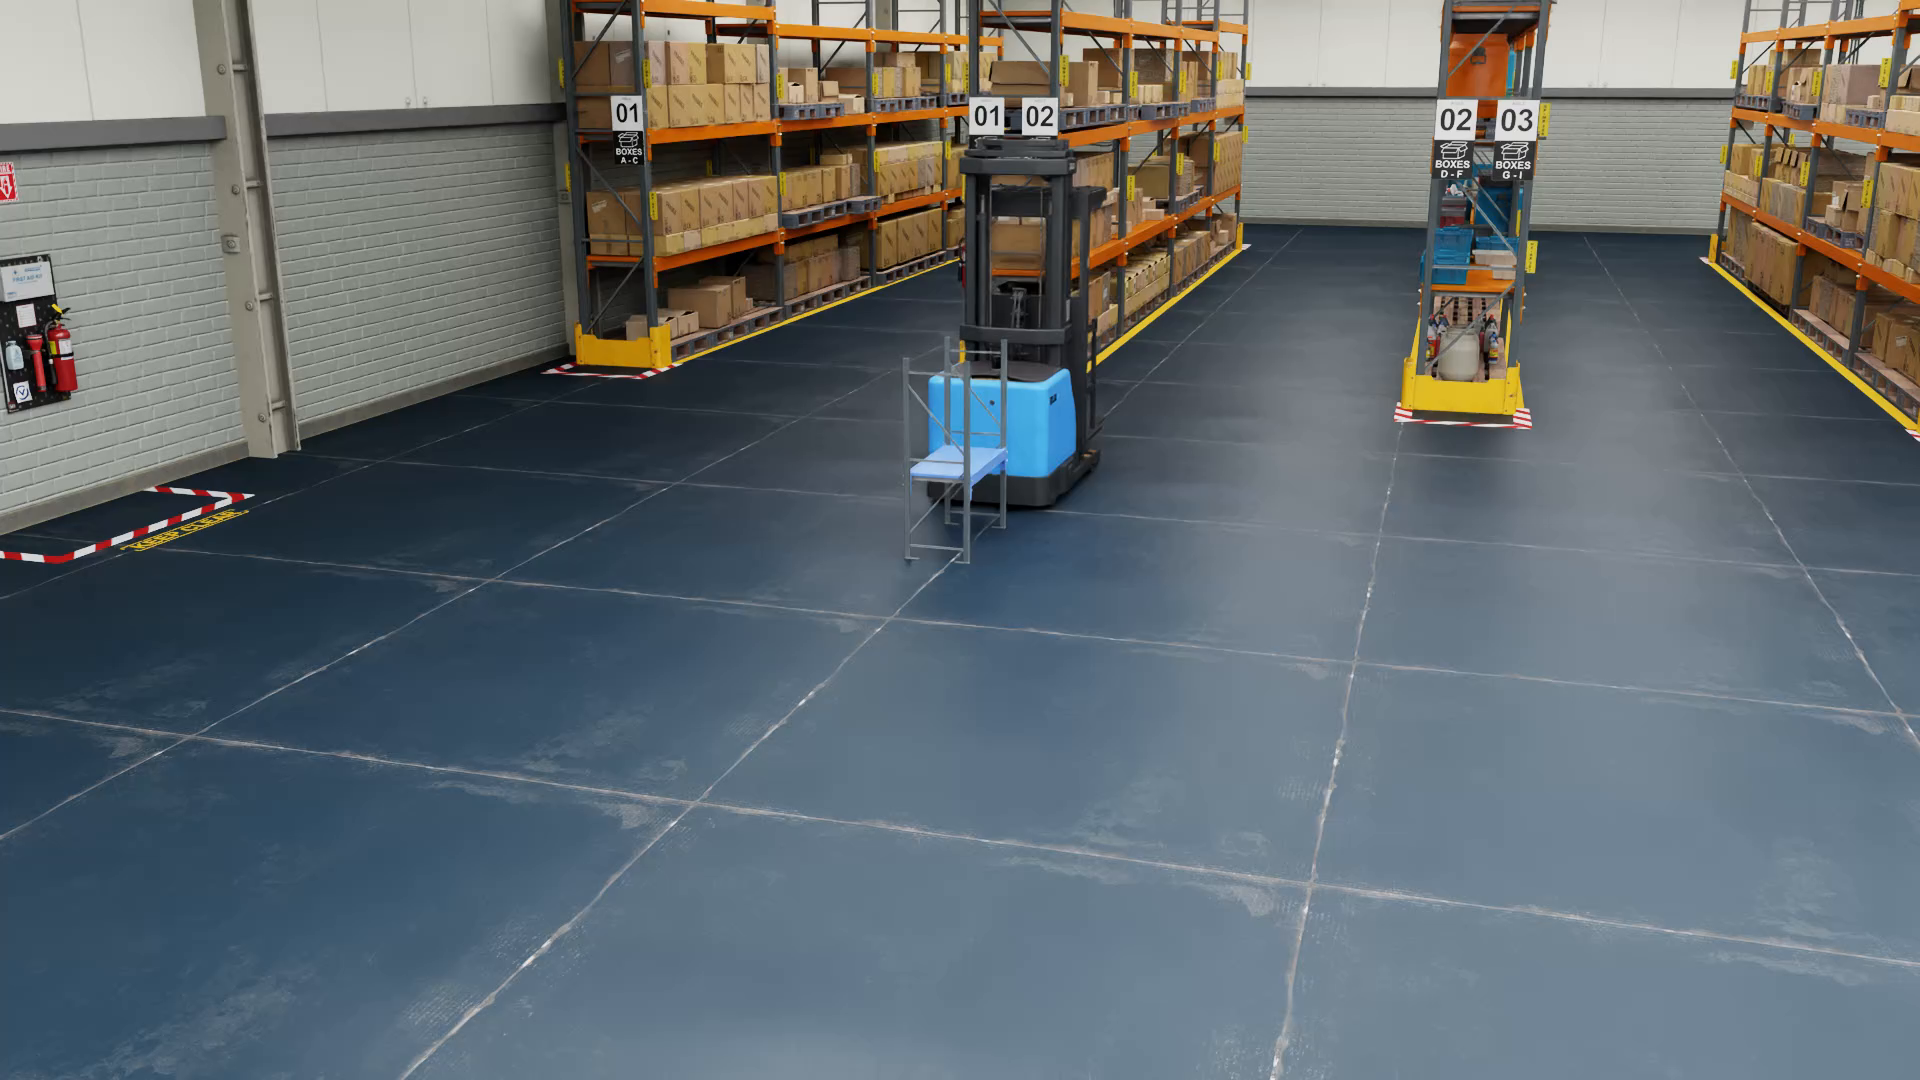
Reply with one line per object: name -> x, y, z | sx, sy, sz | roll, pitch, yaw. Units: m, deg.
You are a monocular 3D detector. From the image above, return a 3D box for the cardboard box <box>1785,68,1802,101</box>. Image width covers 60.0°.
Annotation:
cardboard box -> 13.345, -7.116, 25.972 | 0.700, 0.500, 0.500 | 5, 17, 17

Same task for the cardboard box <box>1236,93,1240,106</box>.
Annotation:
cardboard box -> 5.094, -8.477, 31.998 | 0.500, 0.250, 0.500 | 5, 16, 16

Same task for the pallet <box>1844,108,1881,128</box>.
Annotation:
pallet -> 11.796, -5.260, 20.725 | 1.213, 0.211, 1.003 | 5, 16, 16

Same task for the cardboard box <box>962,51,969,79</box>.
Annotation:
cardboard box -> -0.135, -9.009, 31.547 | 0.500, 0.500, 0.500 | 4, 16, 15

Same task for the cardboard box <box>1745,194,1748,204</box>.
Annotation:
cardboard box -> 13.492, -5.762, 28.106 | 0.380, 0.149, 0.250 | 5, 17, 17

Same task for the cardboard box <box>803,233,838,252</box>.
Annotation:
cardboard box -> -2.260, -4.715, 26.354 | 0.500, 0.250, 0.500 | 5, 17, 17

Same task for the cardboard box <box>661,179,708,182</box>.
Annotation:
cardboard box -> -3.652, -4.561, 22.278 | 0.500, 0.500, 0.500 | 5, 17, 17

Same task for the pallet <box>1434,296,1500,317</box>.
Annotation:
pallet -> 7.357, -3.372, 24.331 | 1.003, 0.211, 1.213 | 5, 16, 16

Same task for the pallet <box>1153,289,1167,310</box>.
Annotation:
pallet -> 2.595, -3.744, 25.644 | 1.003, 0.211, 1.213 | 5, 16, 16

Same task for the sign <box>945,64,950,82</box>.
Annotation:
sign -> -0.224, -8.532, 30.390 | 0.100, 0.325, 0.005 | 5, 16, 16

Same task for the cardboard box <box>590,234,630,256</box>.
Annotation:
cardboard box -> -4.210, -3.663, 20.486 | 0.500, 0.250, 0.500 | 5, 17, 17

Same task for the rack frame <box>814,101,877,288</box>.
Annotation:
rack frame -> -1.884, -5.681, 27.363 | 1.000, 3.000, 0.127 | 5, 16, 16

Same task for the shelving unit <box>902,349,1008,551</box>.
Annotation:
shelving unit -> -0.024, -0.699, 12.546 | 0.538, 1.308, 1.030 | 5, 16, 16

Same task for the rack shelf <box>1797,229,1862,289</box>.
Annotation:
rack shelf -> 11.795, -3.660, 21.553 | 1.077, 0.370, 4.000 | 5, 16, 16

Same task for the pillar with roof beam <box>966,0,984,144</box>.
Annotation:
pillar with roof beam -> 4.455, -11.100, 35.473 | 9.100, 9.000, 0.400 | 5, 16, 16

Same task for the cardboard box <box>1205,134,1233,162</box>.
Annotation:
cardboard box -> 4.846, -7.380, 31.336 | 0.500, 0.500, 0.500 | 5, 17, 18

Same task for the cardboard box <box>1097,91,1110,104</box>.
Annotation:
cardboard box -> 1.649, -5.507, 20.684 | 0.380, 0.149, 0.250 | 5, 16, 16

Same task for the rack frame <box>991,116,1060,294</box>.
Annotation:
rack frame -> 0.593, -3.205, 18.633 | 1.000, 3.000, 0.127 | 5, 16, 16

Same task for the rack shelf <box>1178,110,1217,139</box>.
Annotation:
rack shelf -> 3.435, -6.918, 27.545 | 1.077, 0.370, 4.000 | 5, 16, 16

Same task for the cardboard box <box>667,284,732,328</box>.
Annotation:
cardboard box -> -3.456, -3.109, 22.067 | 0.700, 0.500, 0.500 | 4, 16, 12

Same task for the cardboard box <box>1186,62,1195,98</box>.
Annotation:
cardboard box -> 3.622, -7.783, 28.140 | 0.600, 0.600, 0.600 | 4, 16, 15

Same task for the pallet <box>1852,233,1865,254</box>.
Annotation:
pallet -> 11.584, -3.579, 20.302 | 1.003, 0.211, 1.213 | 5, 16, 16

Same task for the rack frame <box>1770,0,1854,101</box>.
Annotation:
rack frame -> 13.500, -8.462, 26.171 | 1.000, 3.000, 0.127 | 5, 16, 16

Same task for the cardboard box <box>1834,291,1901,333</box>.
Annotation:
cardboard box -> 11.734, -2.920, 21.403 | 0.700, 0.500, 0.500 | 3, 16, 11

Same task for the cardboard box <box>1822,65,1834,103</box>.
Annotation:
cardboard box -> 11.983, -6.158, 22.446 | 0.500, 0.500, 0.500 | 5, 17, 16

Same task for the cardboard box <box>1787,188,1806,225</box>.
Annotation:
cardboard box -> 12.414, -4.855, 24.268 | 0.500, 0.500, 0.500 | 4, 16, 15

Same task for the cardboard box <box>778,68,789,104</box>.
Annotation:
cardboard box -> -2.788, -6.465, 23.675 | 0.500, 0.500, 0.500 | 7, 17, 24

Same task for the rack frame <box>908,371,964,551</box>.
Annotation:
rack frame -> -0.167, -0.566, 12.077 | 0.475, 1.308, 0.013 | 5, 16, 16

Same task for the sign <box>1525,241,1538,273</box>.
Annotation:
sign -> 5.868, -2.910, 17.083 | 0.100, 0.325, 0.005 | 5, 16, 16

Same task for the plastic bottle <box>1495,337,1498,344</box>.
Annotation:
plastic bottle -> 6.424, -4.336, 20.931 | 0.947, 3.481, 4.193 | 5, 17, 17

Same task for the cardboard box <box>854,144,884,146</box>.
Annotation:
cardboard box -> -1.560, -6.784, 29.112 | 0.500, 0.250, 0.500 | 4, 16, 15

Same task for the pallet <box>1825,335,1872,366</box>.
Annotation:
pallet -> 11.447, -2.345, 20.710 | 1.003, 0.211, 1.213 | 5, 16, 16

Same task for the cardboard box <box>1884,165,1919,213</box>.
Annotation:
cardboard box -> 10.715, -3.926, 18.613 | 0.500, 0.500, 0.500 | 5, 16, 16

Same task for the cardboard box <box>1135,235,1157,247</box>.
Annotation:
cardboard box -> 2.919, -4.946, 27.171 | 0.500, 0.250, 0.500 | 5, 17, 18

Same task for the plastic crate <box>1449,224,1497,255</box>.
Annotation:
plastic crate -> 6.207, -3.710, 20.525 | 0.767, 0.338, 0.504 | 5, 16, 16

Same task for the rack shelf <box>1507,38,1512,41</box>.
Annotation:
rack shelf -> 9.320, -8.899, 29.503 | 0.831, 0.071, 3.687 | 5, 16, 16

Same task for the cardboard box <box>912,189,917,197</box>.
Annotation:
cardboard box -> -0.975, -6.177, 29.535 | 0.380, 0.149, 0.250 | 4, 16, 14

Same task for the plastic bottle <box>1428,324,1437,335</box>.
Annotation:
plastic bottle -> 5.624, -2.416, 19.897 | 0.144, 0.351, 0.185 | 5, 17, 18

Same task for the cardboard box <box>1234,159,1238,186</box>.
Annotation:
cardboard box -> 5.130, -7.165, 32.410 | 0.500, 0.500, 0.500 | 5, 17, 16

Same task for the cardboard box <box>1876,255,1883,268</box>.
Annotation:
cardboard box -> 10.749, -3.197, 19.063 | 0.380, 0.149, 0.250 | 5, 16, 16

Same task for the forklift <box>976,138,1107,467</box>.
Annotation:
forklift -> 0.653, -2.044, 14.665 | 1.121, 2.935, 3.031 | 5, 17, 17

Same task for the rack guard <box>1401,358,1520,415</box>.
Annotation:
rack guard -> 5.318, -1.641, 17.699 | 1.175, 0.500, 0.348 | 5, 16, 16

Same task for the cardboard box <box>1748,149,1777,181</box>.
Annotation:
cardboard box -> 13.521, -6.279, 27.825 | 0.500, 0.500, 0.500 | 5, 17, 16

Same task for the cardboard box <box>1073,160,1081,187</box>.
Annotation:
cardboard box -> 1.040, -4.282, 19.870 | 0.700, 0.500, 0.500 | 5, 16, 16

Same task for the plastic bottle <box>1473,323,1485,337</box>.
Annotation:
plastic bottle -> 6.368, -2.532, 20.444 | 0.152, 0.276, 0.135 | 5, 16, 16

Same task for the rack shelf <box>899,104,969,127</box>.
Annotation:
rack shelf -> -0.179, -8.348, 32.586 | 1.077, 0.370, 4.000 | 5, 16, 16

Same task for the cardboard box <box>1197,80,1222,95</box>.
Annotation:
cardboard box -> 1.265, -6.979, 28.986 | 5.956, 1.990, 4.016 | 5, 16, 16

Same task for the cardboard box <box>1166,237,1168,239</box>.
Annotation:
cardboard box -> 3.342, -4.976, 28.649 | 0.500, 0.500, 0.500 | 5, 17, 17

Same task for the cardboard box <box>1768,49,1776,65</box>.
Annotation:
cardboard box -> 14.053, -8.196, 28.222 | 0.500, 0.250, 0.500 | 4, 16, 14

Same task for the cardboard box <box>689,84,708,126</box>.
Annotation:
cardboard box -> -3.492, -5.431, 20.764 | 0.500, 0.500, 0.500 | 5, 17, 18

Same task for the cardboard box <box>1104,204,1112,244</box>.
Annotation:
cardboard box -> 1.610, -4.183, 21.898 | 0.700, 0.500, 0.500 | 4, 16, 14

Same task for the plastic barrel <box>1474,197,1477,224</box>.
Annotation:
plastic barrel -> 7.169, -4.357, 22.445 | 0.433, 0.535, 0.433 | 0, 16, 0

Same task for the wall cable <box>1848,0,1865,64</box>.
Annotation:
wall cable -> 19.549, -12.268, 33.695 | 2.277, 5.999, 0.120 | 5, 16, 16

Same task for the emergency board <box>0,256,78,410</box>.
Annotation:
emergency board -> -7.230, -1.626, 13.066 | 0.192, 1.158, 0.636 | 5, 16, 16

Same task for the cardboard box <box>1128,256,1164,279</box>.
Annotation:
cardboard box -> 2.813, -4.155, 25.222 | 0.500, 0.311, 0.500 | 4, 16, 15

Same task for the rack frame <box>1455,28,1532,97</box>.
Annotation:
rack frame -> 6.478, -6.753, 20.146 | 1.000, 3.000, 0.127 | 5, 16, 16
